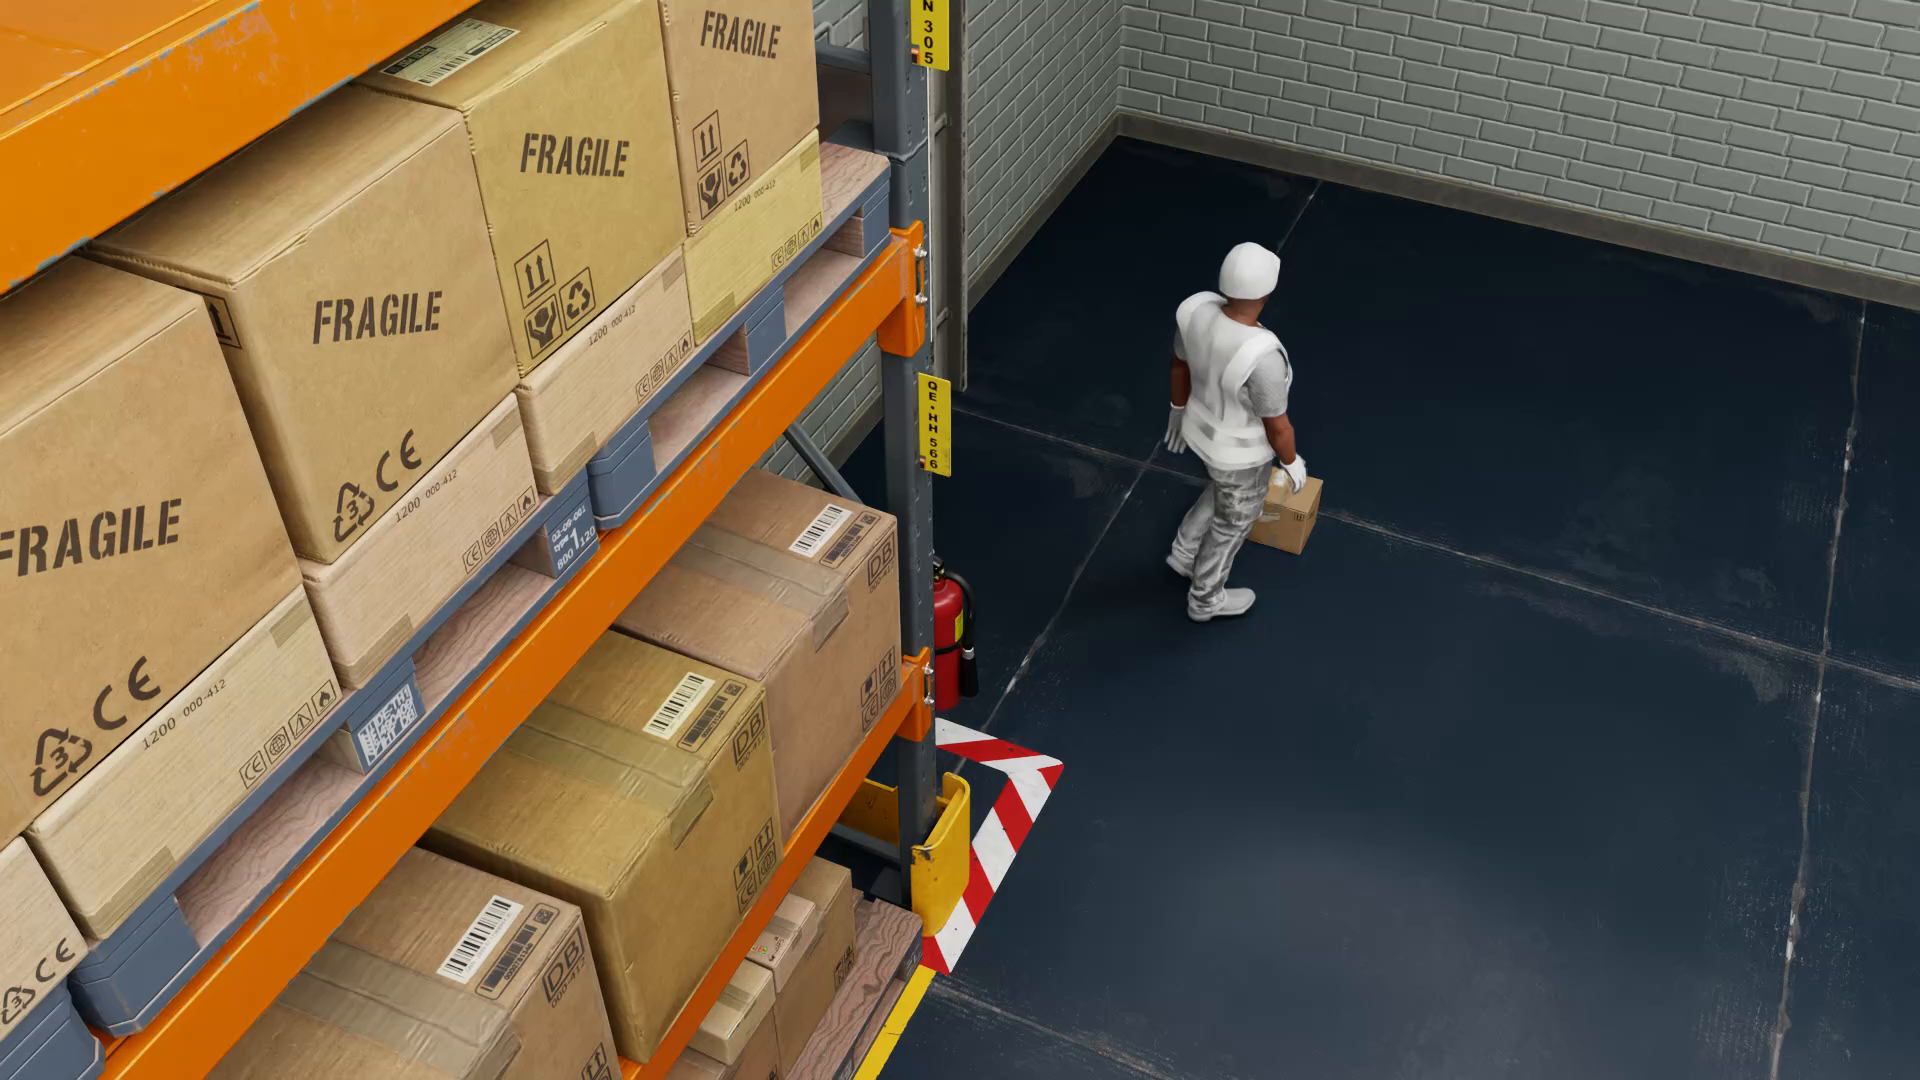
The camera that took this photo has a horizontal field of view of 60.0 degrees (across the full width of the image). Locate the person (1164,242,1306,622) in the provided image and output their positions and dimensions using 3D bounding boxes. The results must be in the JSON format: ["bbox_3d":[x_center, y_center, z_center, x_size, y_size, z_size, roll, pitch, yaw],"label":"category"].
[{"bbox_3d":[1.106,-0.401,6.574,0.460,1.795,0.567,-16,44,-17],"label":"person"}]
